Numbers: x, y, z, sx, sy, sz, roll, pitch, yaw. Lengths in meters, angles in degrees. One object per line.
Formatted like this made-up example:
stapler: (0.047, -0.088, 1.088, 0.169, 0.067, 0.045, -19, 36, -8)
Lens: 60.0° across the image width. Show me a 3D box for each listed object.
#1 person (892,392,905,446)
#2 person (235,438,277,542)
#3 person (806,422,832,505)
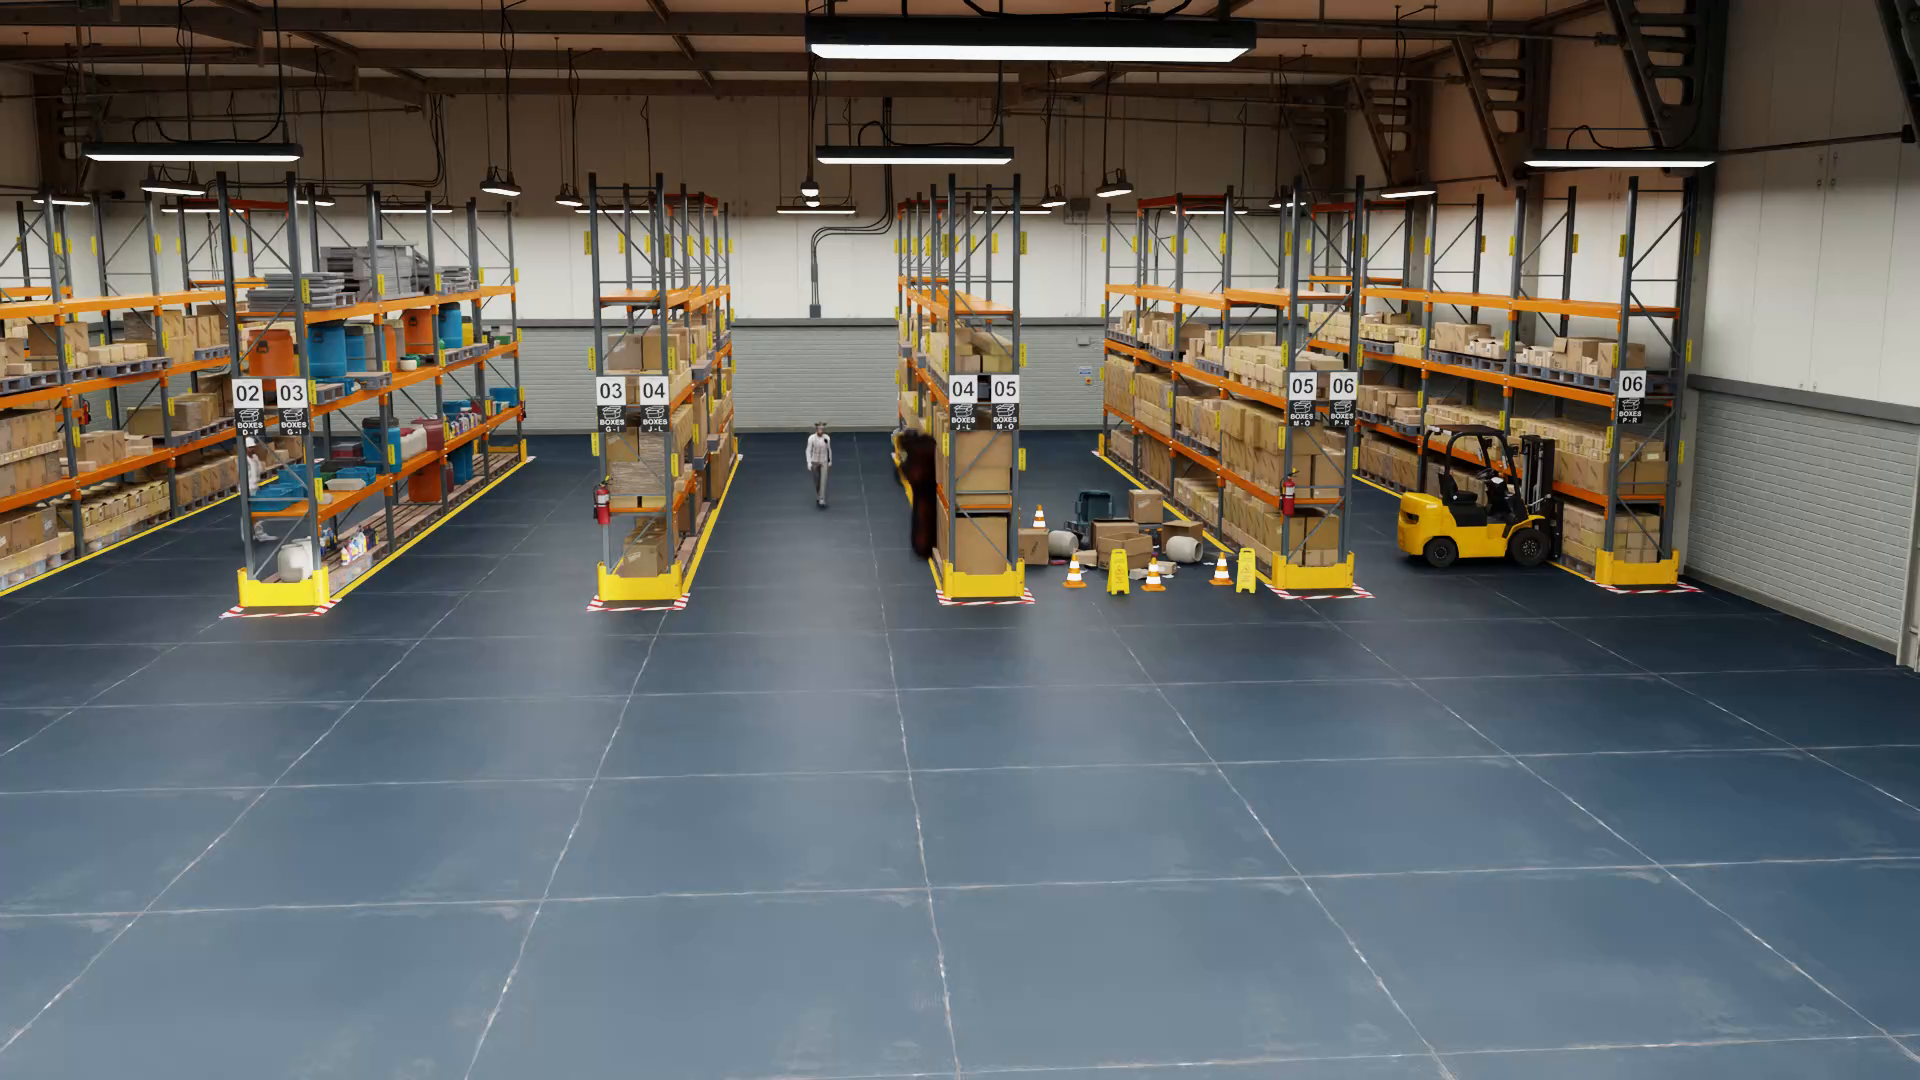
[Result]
person: (-1.326, -3.193, 41.678, 0.533, 1.746, 0.740, -9, 14, -43)
person: (-12.078, -0.881, 28.537, 0.601, 1.777, 0.576, -3, 10, -15)
person: (-2.777, -1.524, 32.622, 0.475, 1.603, 1.023, 1, 10, 4)
